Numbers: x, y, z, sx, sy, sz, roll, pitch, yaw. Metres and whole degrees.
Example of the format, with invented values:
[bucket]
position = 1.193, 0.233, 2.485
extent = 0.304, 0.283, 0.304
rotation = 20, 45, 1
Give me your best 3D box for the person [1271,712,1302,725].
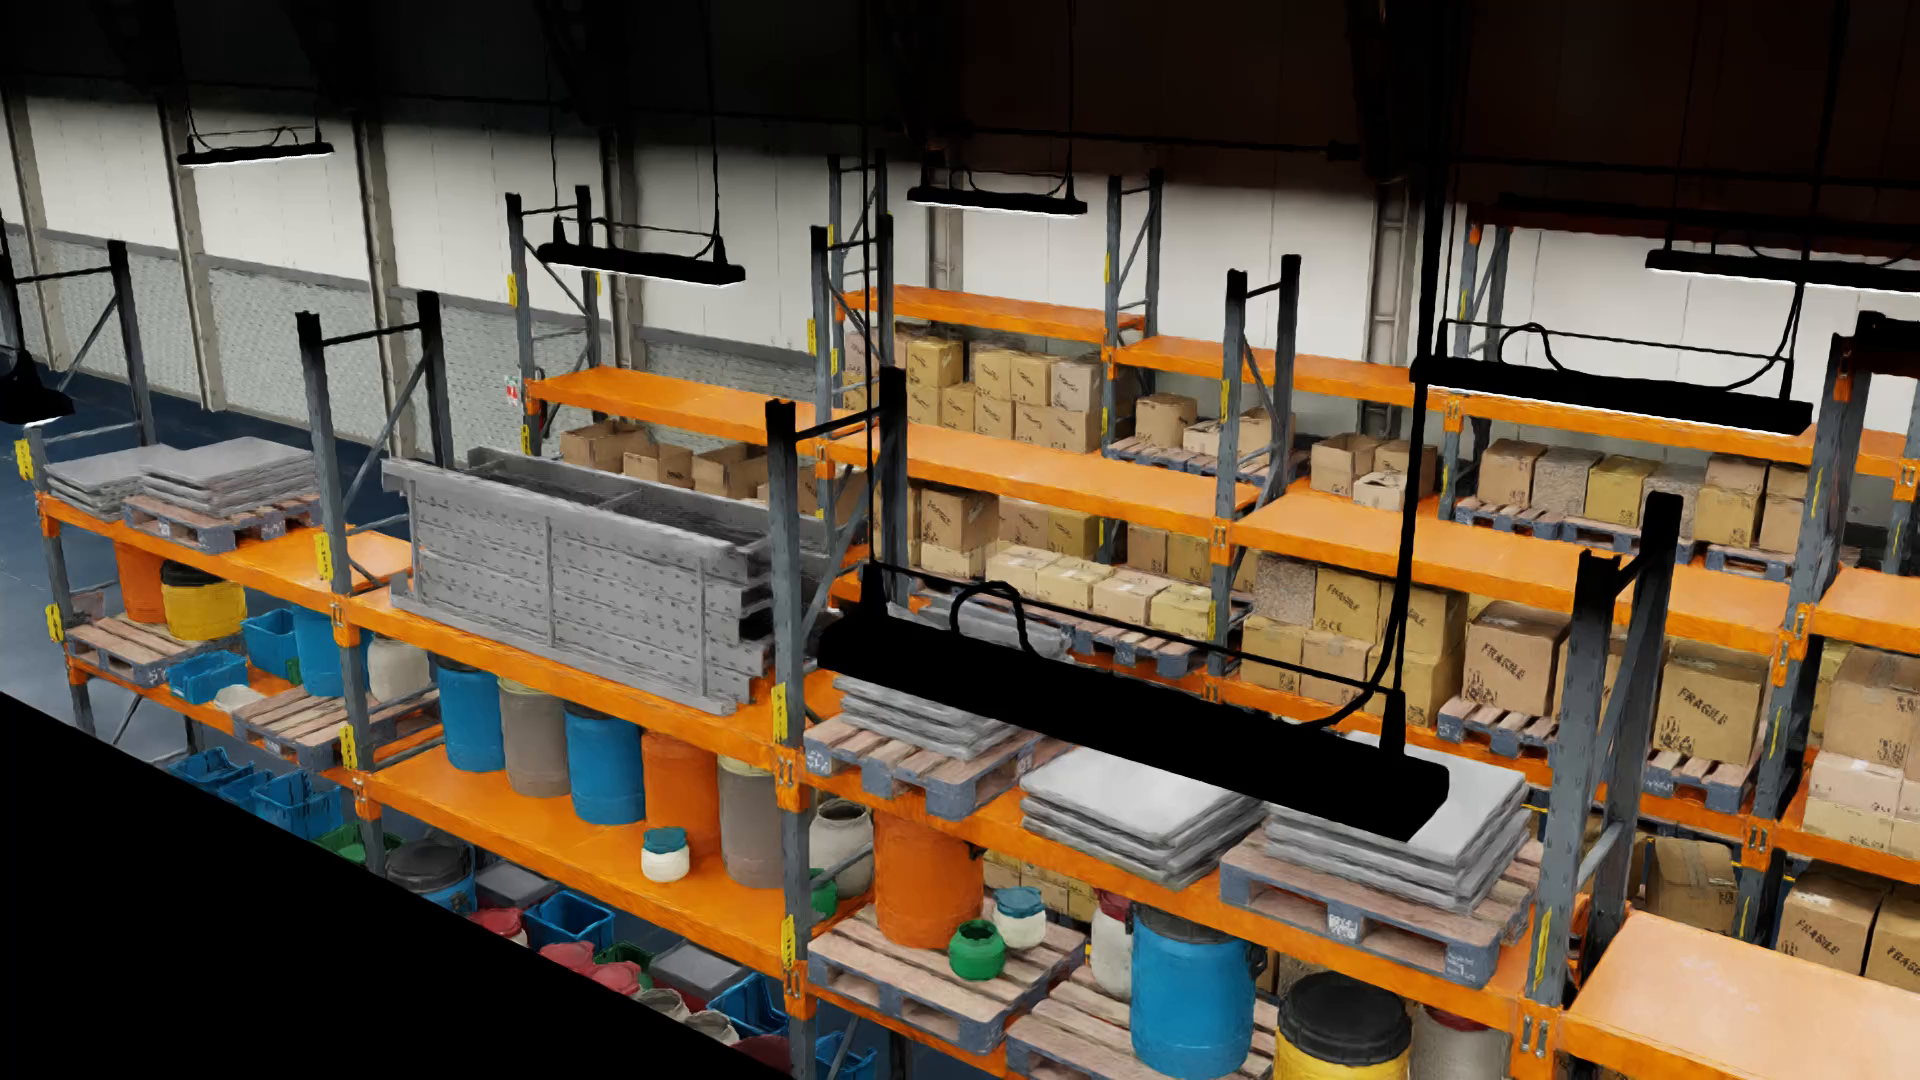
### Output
[person]
position = 3.352, 1.850, 17.054
extent = 0.512, 1.628, 0.639
rotation = 12, 22, 32
